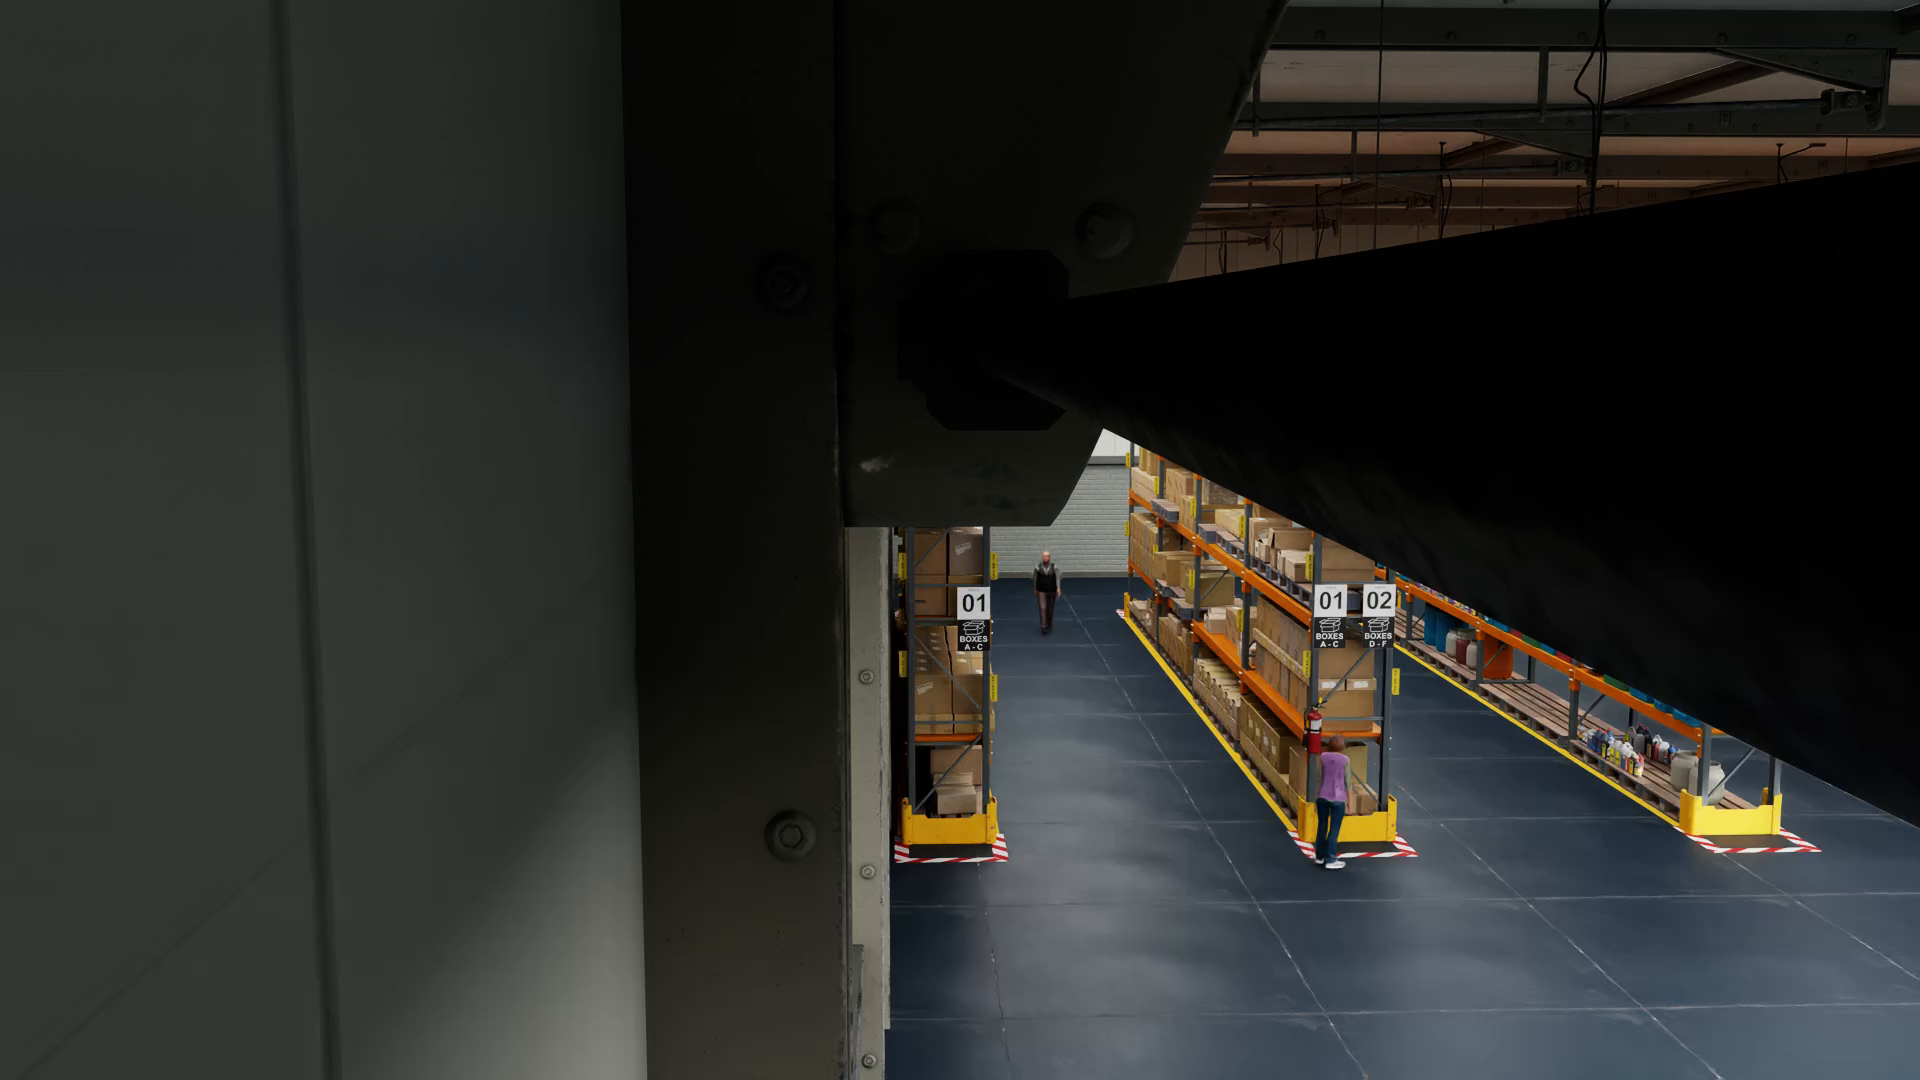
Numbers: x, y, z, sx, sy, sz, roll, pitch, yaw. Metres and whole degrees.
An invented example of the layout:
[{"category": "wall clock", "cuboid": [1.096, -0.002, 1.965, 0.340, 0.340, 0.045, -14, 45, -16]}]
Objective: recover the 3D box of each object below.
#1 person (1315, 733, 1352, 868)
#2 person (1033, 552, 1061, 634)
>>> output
[{"category": "person", "cuboid": [4.381, 3.070, 19.497, 0.432, 1.574, 0.377, 5, 9, 33]}, {"category": "person", "cuboid": [1.806, 1.079, 34.566, 0.564, 1.679, 1.018, -1, 7, -4]}]
